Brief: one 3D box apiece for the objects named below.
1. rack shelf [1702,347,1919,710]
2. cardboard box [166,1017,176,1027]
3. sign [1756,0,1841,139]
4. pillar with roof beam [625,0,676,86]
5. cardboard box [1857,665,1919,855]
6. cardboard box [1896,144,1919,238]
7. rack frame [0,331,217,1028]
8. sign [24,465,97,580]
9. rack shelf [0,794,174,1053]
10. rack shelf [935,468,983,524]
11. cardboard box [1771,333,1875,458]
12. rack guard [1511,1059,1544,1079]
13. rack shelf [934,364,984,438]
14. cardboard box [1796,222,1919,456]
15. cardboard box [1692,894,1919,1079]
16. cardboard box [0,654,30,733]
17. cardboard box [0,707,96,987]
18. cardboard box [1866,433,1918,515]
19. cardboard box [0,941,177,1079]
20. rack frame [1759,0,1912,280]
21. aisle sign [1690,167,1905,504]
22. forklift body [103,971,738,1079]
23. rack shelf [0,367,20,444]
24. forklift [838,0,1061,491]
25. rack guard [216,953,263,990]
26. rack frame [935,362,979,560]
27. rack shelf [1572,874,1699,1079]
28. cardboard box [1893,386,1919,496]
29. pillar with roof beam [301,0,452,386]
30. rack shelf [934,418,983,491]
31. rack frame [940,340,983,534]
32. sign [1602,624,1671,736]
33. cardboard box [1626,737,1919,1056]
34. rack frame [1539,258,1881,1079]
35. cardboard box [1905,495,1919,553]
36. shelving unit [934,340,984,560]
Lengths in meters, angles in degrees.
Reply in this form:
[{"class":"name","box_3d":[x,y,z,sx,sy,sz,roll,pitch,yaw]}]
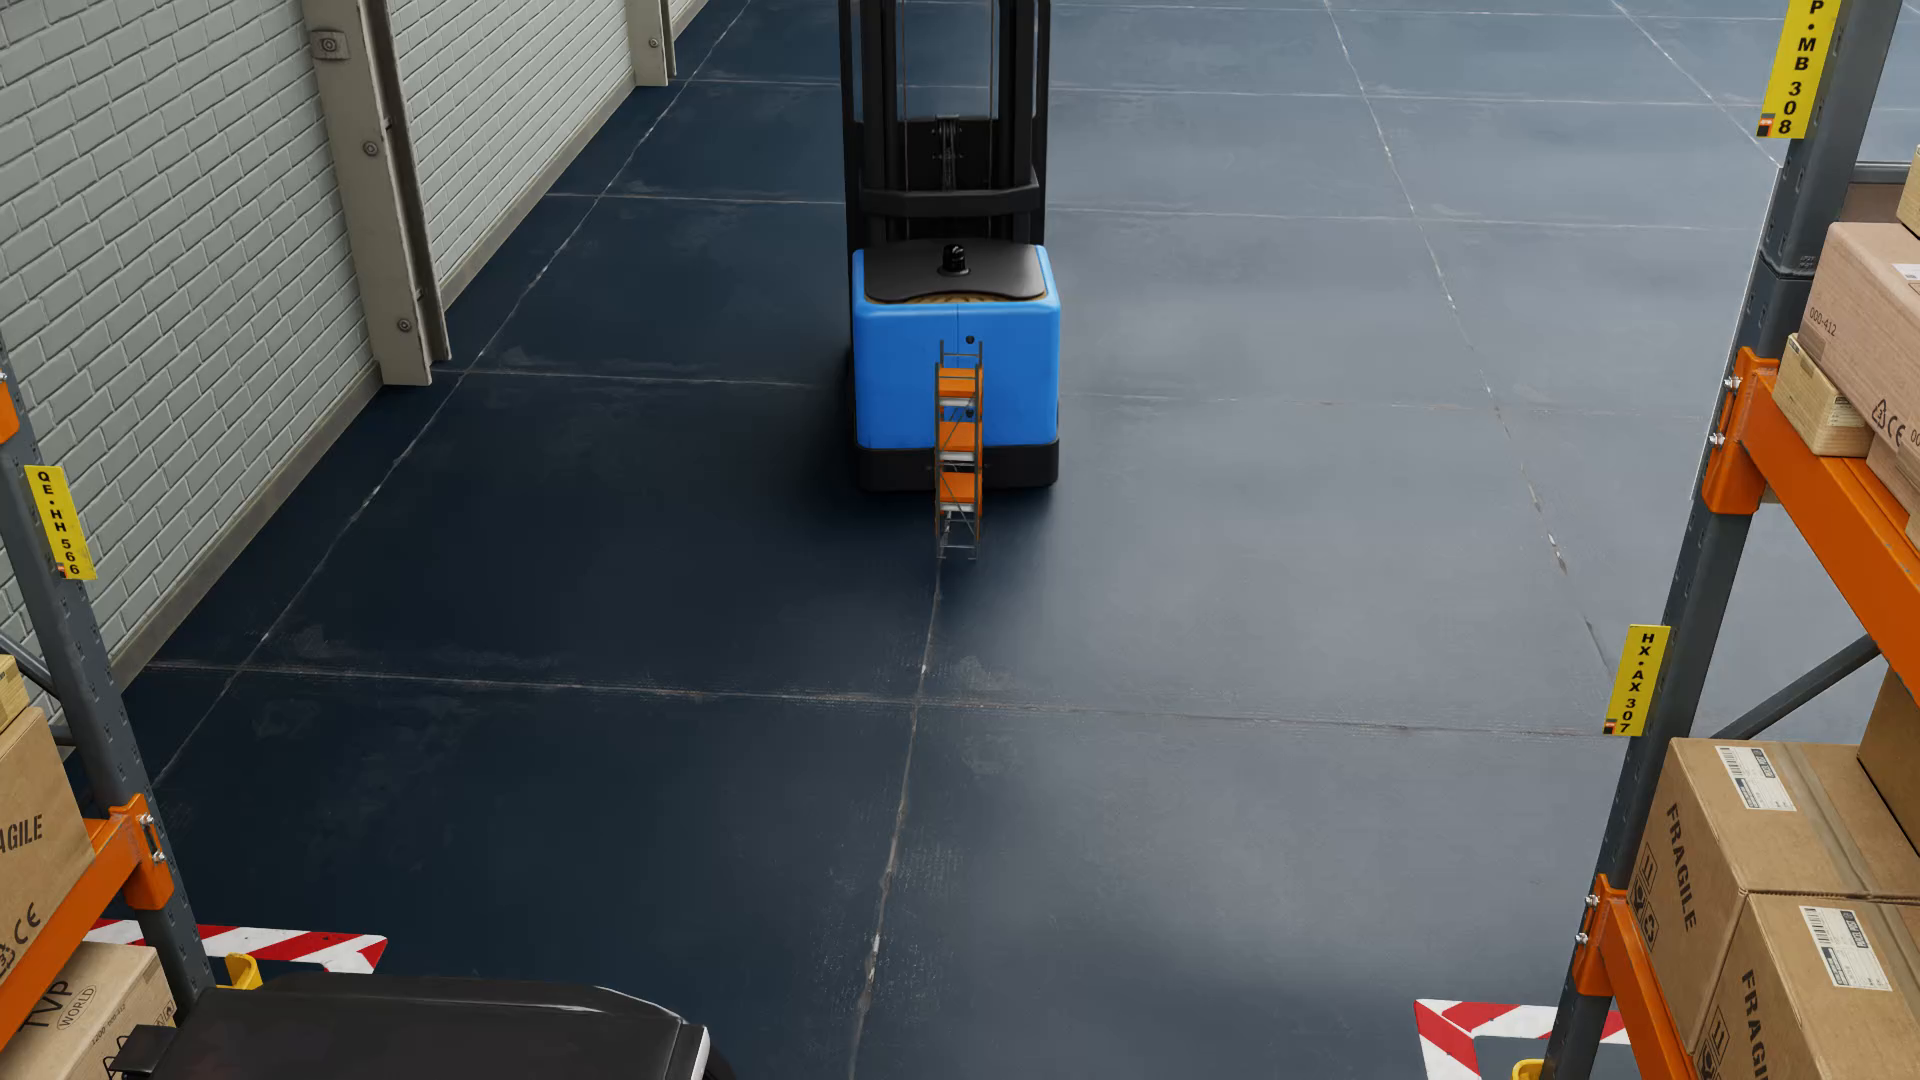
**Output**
[{"class":"rack shelf","box_3d":[2.012,0.808,1.906,1.077,0.370,4.000,2,32,4]},{"class":"cardboard box","box_3d":[-2.501,1.570,4.587,0.500,0.250,0.500,2,32,3]},{"class":"sign","box_3d":[1.634,-0.939,3.222,0.100,0.325,0.005,2,32,4]},{"class":"pillar with roof beam","box_3d":[1.540,-7.796,12.323,9.100,9.000,0.400,2,32,4]},{"class":"cardboard box","box_3d":[2.351,0.415,3.386,0.700,0.500,0.500,2,32,3]},{"class":"cardboard box","box_3d":[1.942,-0.599,2.984,0.380,0.149,0.250,2,32,4]},{"class":"rack frame","box_3d":[-2.770,0.523,4.542,0.949,2.616,0.053,2,32,4]},{"class":"sign","box_3d":[-2.233,-0.040,4.127,0.100,0.325,0.005,2,32,4]},{"class":"rack shelf","box_3d":[-2.936,1.875,3.034,1.077,0.370,4.000,2,32,4]},{"class":"rack shelf","box_3d":[-0.004,-0.173,8.081,0.215,0.259,0.240,2,32,4]},{"class":"cardboard box","box_3d":[1.824,-0.277,3.221,0.380,0.149,0.250,2,32,4]},{"class":"rack guard","box_3d":[2.168,1.837,4.793,1.175,0.500,0.348,2,32,4]},{"class":"rack shelf","box_3d":[-0.004,-0.652,7.786,0.215,0.259,0.240,2,32,4]},{"class":"cardboard box","box_3d":[1.868,-0.355,2.967,0.500,0.250,0.500,2,32,3]},{"class":"cardboard box","box_3d":[1.821,1.071,3.275,0.500,0.500,0.500,3,32,5]},{"class":"cardboard box","box_3d":[-2.522,0.398,4.032,0.380,0.149,0.250,3,32,5]},{"class":"cardboard box","box_3d":[-2.551,0.749,4.080,0.500,0.500,0.500,2,32,3]},{"class":"cardboard box","box_3d":[1.892,-0.136,2.992,0.380,0.149,0.250,1,32,2]},{"class":"cardboard box","box_3d":[-2.500,1.343,4.479,0.500,0.250,0.500,3,32,6]},{"class":"rack frame","box_3d":[2.175,-1.821,2.627,1.000,3.000,0.127,2,32,4]},{"class":"aisle sign","box_3d":[1.871,-0.419,3.593,0.394,0.787,0.004,2,32,4]},{"class":"forklift body","box_3d":[-1.109,1.954,3.029,2.313,2.155,1.214,2,32,4]},{"class":"rack shelf","box_3d":[-2.936,0.598,2.247,1.077,0.370,4.000,2,32,4]},{"class":"forklift","box_3d":[-0.095,-2.242,9.094,1.130,2.935,3.031,-2,32,-3]},{"class":"rack guard","box_3d":[-2.771,1.575,5.218,1.175,0.500,0.348,2,32,4]},{"class":"rack frame","box_3d":[-0.014,-0.355,7.826,0.200,1.050,0.008,2,32,4]},{"class":"rack shelf","box_3d":[2.012,2.085,2.693,1.077,0.370,4.000,2,32,4]},{"class":"cardboard box","box_3d":[1.817,-0.092,2.541,0.500,0.250,0.500,2,32,3]},{"class":"pillar with roof beam","box_3d":[1.051,-4.659,7.232,9.100,9.000,0.400,2,32,4]},{"class":"rack shelf","box_3d":[-0.004,-0.410,7.935,0.215,0.259,0.240,2,32,4]},{"class":"rack frame","box_3d":[0.006,-0.483,8.033,0.200,1.050,0.008,2,32,4]},{"class":"sign","box_3d":[1.634,0.342,4.012,0.100,0.325,0.005,2,32,4]},{"class":"cardboard box","box_3d":[1.860,0.800,3.714,0.500,0.500,0.500,2,32,3]},{"class":"rack frame","box_3d":[2.175,0.733,4.201,1.000,3.000,0.127,2,32,4]},{"class":"cardboard box","box_3d":[1.836,0.001,2.770,0.380,0.149,0.250,3,32,5]},{"class":"shelving unit","box_3d":[-0.004,-0.419,7.929,0.215,1.050,0.252,2,32,4]}]
